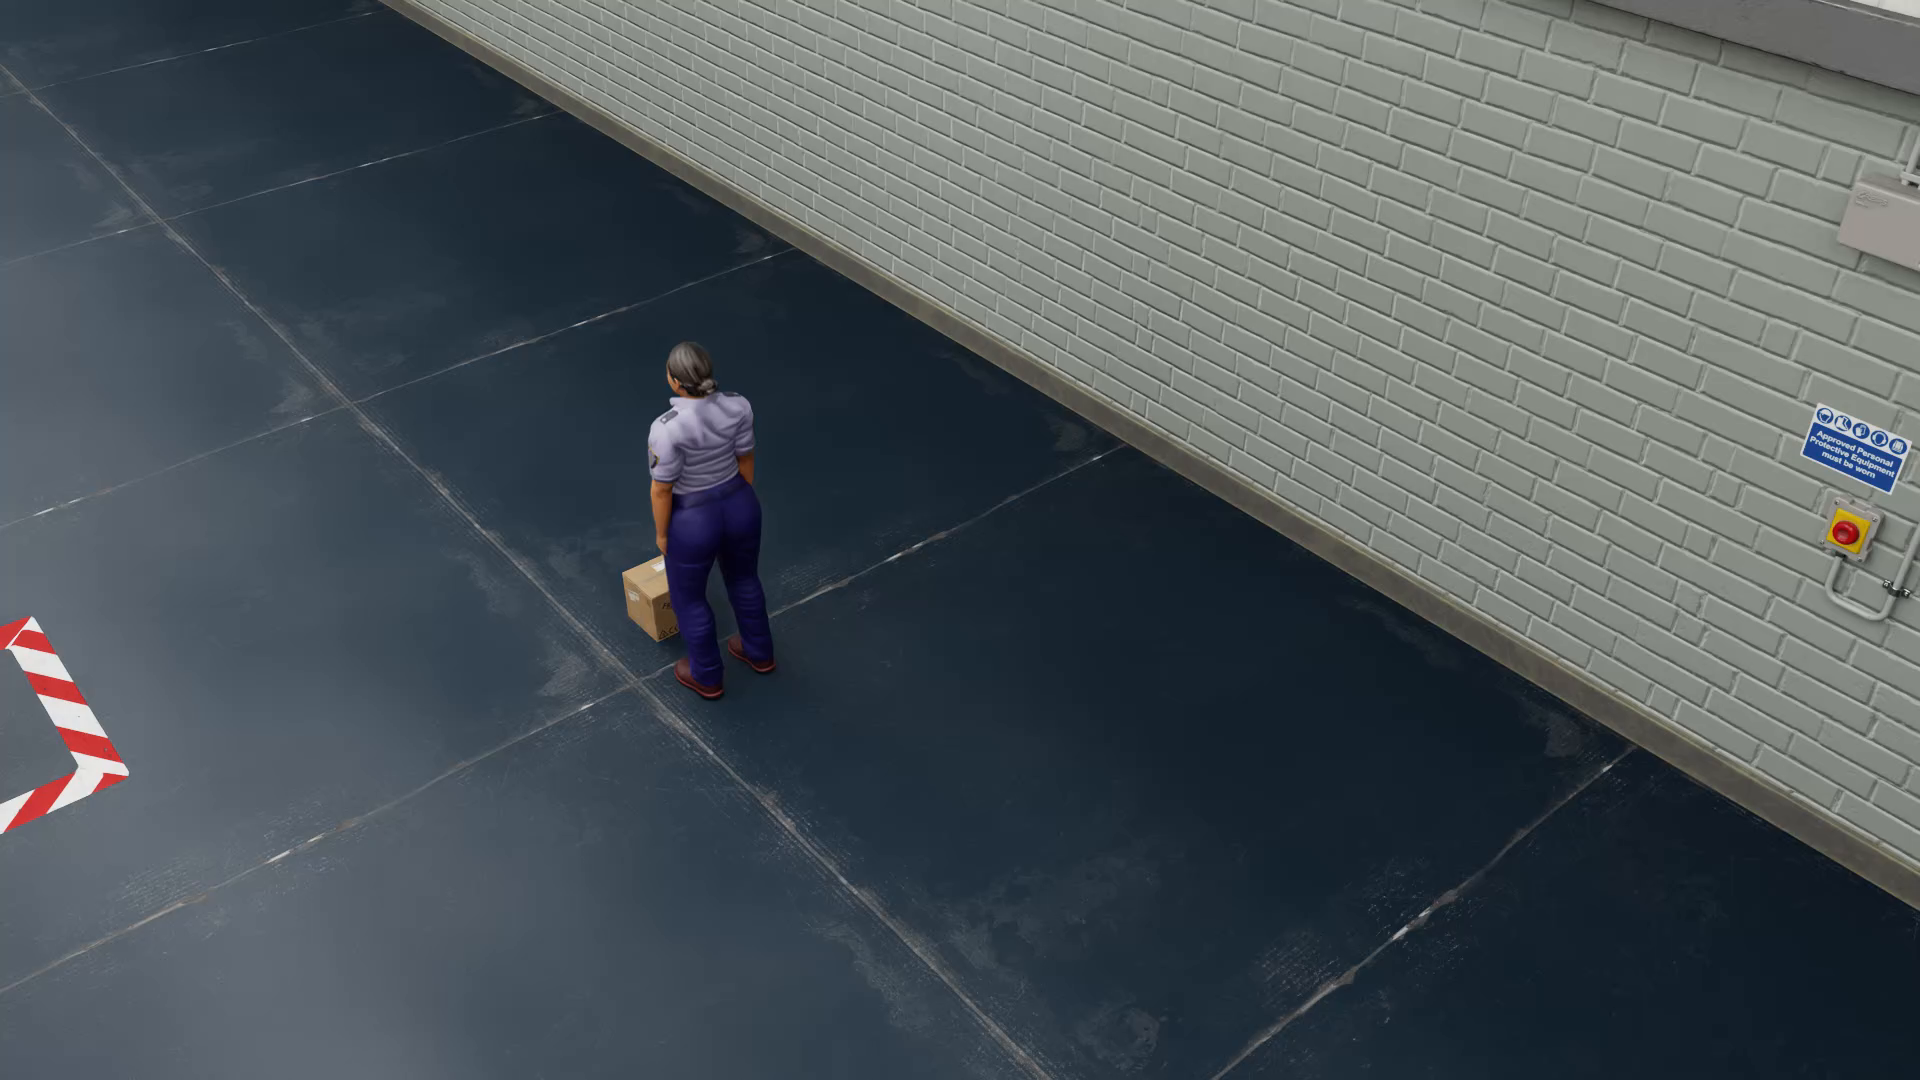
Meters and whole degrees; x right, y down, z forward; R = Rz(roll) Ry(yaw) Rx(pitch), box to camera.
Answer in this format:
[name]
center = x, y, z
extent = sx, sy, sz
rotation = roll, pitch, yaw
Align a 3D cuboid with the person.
[person]
center = -1.047, -0.089, 6.788
extent = 0.467, 1.646, 0.328
rotation = -25, 43, -30
